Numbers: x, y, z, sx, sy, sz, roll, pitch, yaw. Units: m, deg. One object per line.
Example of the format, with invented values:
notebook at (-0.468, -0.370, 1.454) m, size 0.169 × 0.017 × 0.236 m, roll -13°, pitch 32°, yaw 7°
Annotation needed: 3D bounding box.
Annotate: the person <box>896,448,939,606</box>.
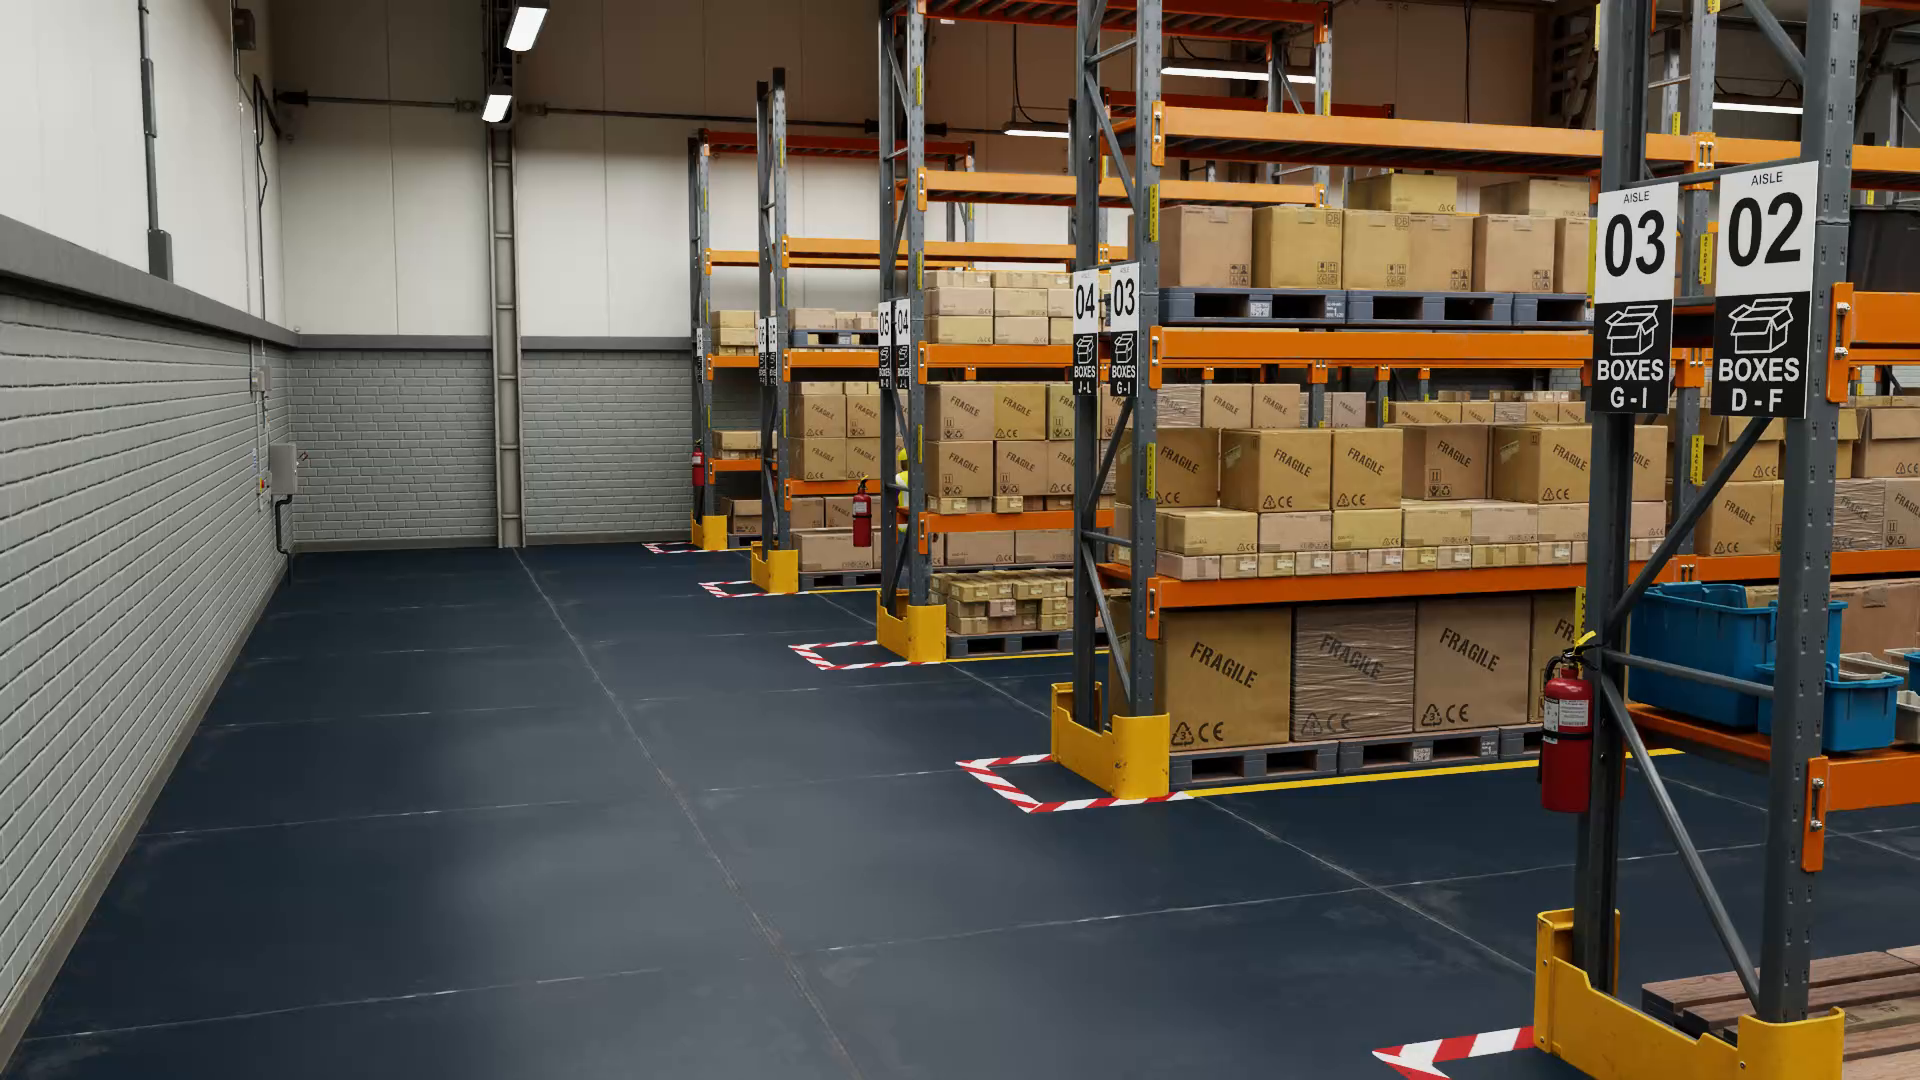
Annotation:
person at (-0.515, -0.122, 17.972) m, size 0.632 × 1.759 × 0.462 m, roll -2°, pitch 6°, yaw -22°
